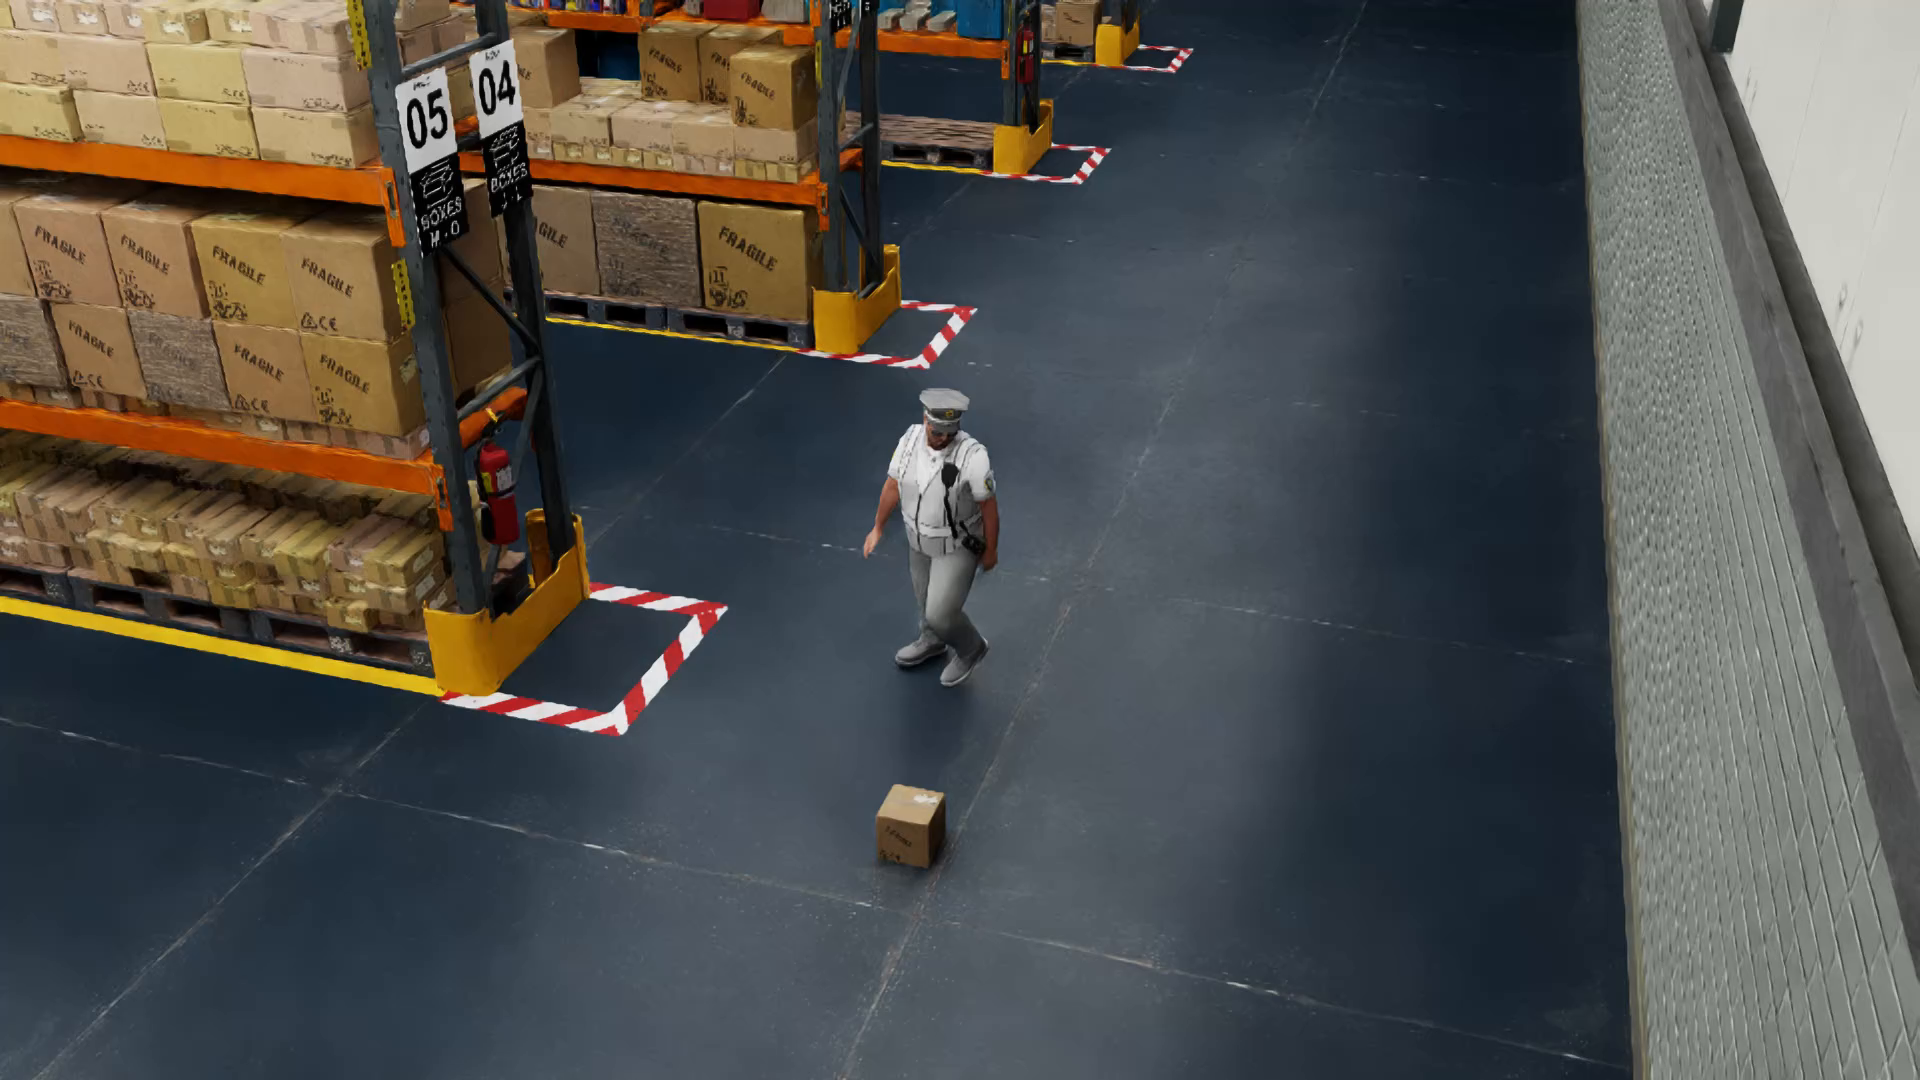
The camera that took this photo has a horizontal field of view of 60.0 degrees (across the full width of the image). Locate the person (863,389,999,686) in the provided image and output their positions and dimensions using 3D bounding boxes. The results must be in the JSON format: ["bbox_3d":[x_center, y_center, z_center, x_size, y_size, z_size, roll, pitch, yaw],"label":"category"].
[{"bbox_3d":[-0.133,-0.007,8.521,0.626,1.711,0.524,25,38,37],"label":"person"}]
